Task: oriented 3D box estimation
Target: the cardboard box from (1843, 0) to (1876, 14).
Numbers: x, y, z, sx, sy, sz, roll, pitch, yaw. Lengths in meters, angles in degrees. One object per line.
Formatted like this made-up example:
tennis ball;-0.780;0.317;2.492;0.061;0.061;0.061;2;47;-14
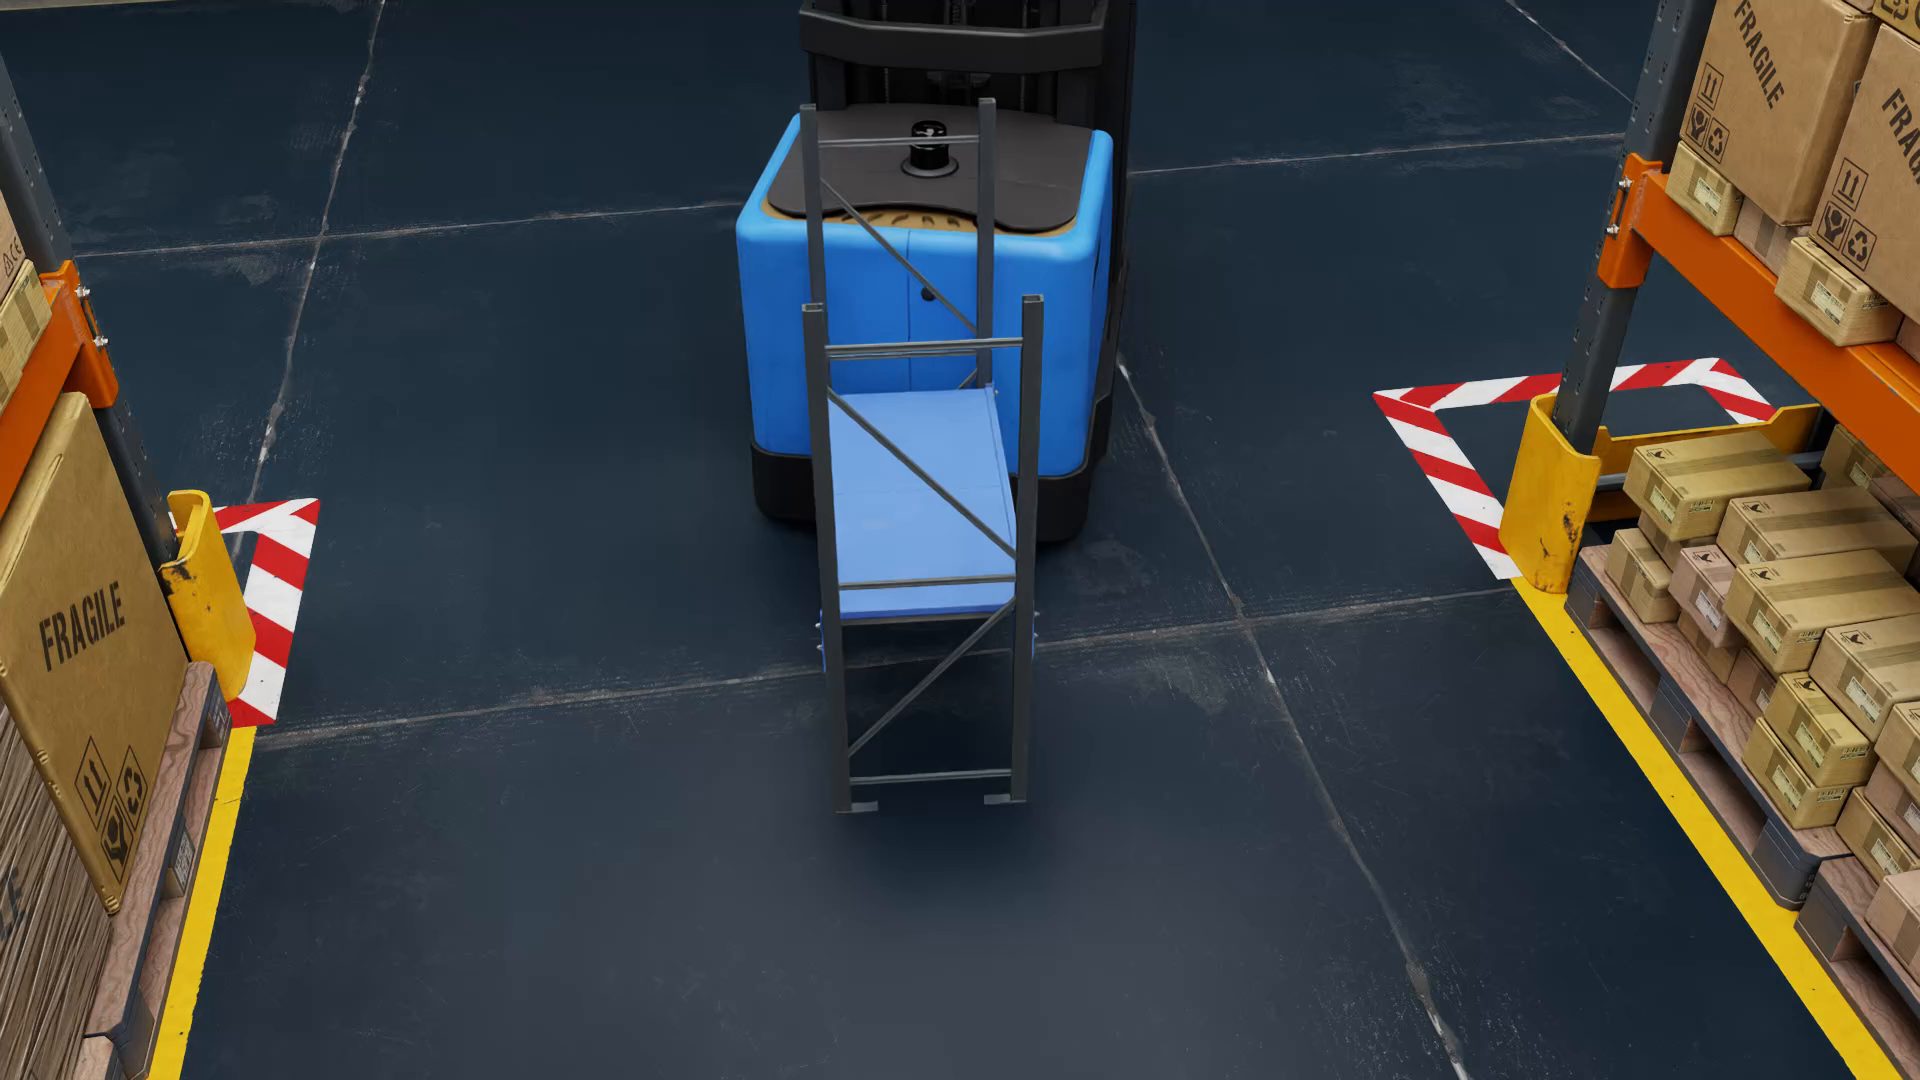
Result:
cardboard box;2.100;-1.479;3.569;0.500;0.500;0.500;-6;38;-8

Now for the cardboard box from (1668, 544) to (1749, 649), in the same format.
cardboard box;2.115;0.132;4.375;0.380;0.149;0.250;-6;38;-8

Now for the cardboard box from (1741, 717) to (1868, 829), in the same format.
cardboard box;2.173;0.549;4.080;0.380;0.149;0.250;-6;38;-7

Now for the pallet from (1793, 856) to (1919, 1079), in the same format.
pallet;2.614;1.150;3.597;1.003;0.211;1.213;-6;38;-8

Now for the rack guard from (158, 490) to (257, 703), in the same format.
rack guard;-2.622;0.219;4.561;1.175;0.500;0.348;-6;38;-8

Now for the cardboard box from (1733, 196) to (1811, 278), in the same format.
cardboard box;2.103;-0.747;3.971;0.380;0.149;0.250;-5;38;-6

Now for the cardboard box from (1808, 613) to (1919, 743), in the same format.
cardboard box;2.250;0.312;3.900;0.380;0.149;0.250;-8;39;-10

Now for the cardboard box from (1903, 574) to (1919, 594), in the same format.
cardboard box;2.649;0.068;4.457;0.380;0.149;0.250;-7;38;-9

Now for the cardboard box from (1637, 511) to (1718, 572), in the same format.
cardboard box;2.122;-0.040;4.595;0.380;0.149;0.250;-5;38;-6

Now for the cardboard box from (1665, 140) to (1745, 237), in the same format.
cardboard box;2.017;-0.896;4.164;0.380;0.149;0.250;-7;38;-8

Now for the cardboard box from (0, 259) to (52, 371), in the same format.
cardboard box;-2.231;-0.475;3.621;0.380;0.149;0.250;-6;38;-7

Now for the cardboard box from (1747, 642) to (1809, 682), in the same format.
cardboard box;2.245;0.270;4.197;0.380;0.149;0.250;-6;38;-7

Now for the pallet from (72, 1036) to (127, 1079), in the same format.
pallet;-2.190;1.557;3.074;1.003;0.211;1.213;-6;38;-8

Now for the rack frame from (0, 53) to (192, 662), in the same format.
rack frame;-2.618;-0.754;3.776;1.000;3.000;0.127;-6;38;-8

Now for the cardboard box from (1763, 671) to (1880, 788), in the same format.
cardboard box;2.183;0.437;3.982;0.380;0.149;0.250;-5;38;-7

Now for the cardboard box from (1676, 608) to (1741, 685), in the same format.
cardboard box;2.186;0.234;4.486;0.380;0.149;0.250;-6;38;-8

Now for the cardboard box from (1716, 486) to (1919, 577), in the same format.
cardboard box;2.207;0.005;4.295;0.380;0.149;0.250;-6;38;-7

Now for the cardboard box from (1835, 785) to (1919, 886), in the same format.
cardboard box;2.312;0.693;3.895;0.380;0.149;0.250;-6;38;-8

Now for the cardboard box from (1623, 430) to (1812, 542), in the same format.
cardboard box;2.040;-0.148;4.493;0.380;0.149;0.250;-8;39;-10

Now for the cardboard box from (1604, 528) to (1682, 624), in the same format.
cardboard box;2.060;0.084;4.678;0.380;0.149;0.250;-5;38;-7

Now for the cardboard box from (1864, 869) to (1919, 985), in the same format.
cardboard box;2.270;0.853;3.689;0.380;0.149;0.250;-8;39;-10

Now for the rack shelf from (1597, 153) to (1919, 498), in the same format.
rack shelf;2.634;0.266;3.050;1.077;0.370;4.000;-6;38;-8

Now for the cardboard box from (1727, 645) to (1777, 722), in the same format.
cardboard box;2.237;0.383;4.294;0.380;0.149;0.250;-6;38;-7

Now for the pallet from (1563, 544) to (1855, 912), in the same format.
pallet;2.404;0.415;4.544;1.003;0.211;1.213;-6;38;-8

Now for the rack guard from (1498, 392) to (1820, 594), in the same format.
rack guard;2.296;-0.193;5.092;1.175;0.500;0.348;-6;38;-8

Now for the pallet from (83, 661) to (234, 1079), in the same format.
pallet;-2.401;0.822;4.020;1.003;0.211;1.213;-6;38;-8

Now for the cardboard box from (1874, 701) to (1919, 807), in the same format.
cardboard box;2.290;0.481;3.683;0.380;0.149;0.250;-5;38;-6

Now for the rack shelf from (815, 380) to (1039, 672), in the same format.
rack shelf;-0.117;-0.067;4.407;0.538;0.185;1.000;-3;38;-4

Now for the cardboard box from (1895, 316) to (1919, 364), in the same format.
cardboard box;2.277;-0.437;3.572;0.380;0.149;0.250;-5;38;-6

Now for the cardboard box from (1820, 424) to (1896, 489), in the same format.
cardboard box;2.625;-0.209;4.570;0.380;0.149;0.250;-6;38;-7

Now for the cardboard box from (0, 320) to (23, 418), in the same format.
cardboard box;-2.184;-0.318;3.420;0.380;0.149;0.250;-6;38;-7

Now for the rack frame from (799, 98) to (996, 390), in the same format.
rack frame;-0.159;-0.520;4.697;0.500;1.500;0.032;-3;38;-4

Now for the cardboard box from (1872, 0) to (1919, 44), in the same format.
cardboard box;2.195;-1.174;3.178;0.500;0.500;0.500;-5;38;-7

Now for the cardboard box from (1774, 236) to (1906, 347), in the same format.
cardboard box;2.097;-0.579;3.755;0.380;0.149;0.250;-7;38;-9

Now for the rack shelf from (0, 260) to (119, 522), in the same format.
rack shelf;-2.267;0.738;2.441;1.077;0.370;4.000;-6;38;-8

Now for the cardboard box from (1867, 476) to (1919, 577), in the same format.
cardboard box;2.613;-0.051;4.367;0.380;0.149;0.250;-6;38;-7

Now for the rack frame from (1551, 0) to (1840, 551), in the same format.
rack frame;2.283;-1.226;4.384;1.000;3.000;0.127;-6;38;-8

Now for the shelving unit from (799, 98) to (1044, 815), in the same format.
shelving unit;-0.117;-0.209;4.297;0.538;1.500;1.048;-3;38;-4

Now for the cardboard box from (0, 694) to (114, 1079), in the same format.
cardboard box;-2.267;0.847;3.105;0.875;0.875;0.875;-6;38;-8

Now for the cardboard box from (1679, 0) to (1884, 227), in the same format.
cardboard box;2.090;-1.083;3.875;0.500;0.500;0.500;-5;38;-6

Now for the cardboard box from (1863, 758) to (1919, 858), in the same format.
cardboard box;2.323;0.587;3.789;0.380;0.149;0.250;-8;39;-10

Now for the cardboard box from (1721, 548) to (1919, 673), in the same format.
cardboard box;2.125;0.171;4.081;0.380;0.149;0.250;-6;38;-8

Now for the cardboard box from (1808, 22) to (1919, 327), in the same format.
cardboard box;2.209;-0.762;3.462;0.500;0.500;0.500;-6;38;-8

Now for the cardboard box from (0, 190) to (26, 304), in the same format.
cardboard box;-2.272;-0.548;3.390;0.500;0.250;0.500;-7;38;-9

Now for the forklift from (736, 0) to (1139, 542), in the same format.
forklift;0.071;-2.052;5.502;1.130;2.935;3.031;5;38;7

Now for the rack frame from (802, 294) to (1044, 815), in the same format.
rack frame;-0.076;0.102;3.897;0.500;1.500;0.032;-3;38;-4

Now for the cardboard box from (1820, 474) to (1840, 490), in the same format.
cardboard box;2.657;-0.096;4.667;0.380;0.149;0.250;-7;38;-9

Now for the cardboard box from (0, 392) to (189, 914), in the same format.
cardboard box;-2.427;0.297;3.812;0.875;0.875;0.875;-6;38;-8
